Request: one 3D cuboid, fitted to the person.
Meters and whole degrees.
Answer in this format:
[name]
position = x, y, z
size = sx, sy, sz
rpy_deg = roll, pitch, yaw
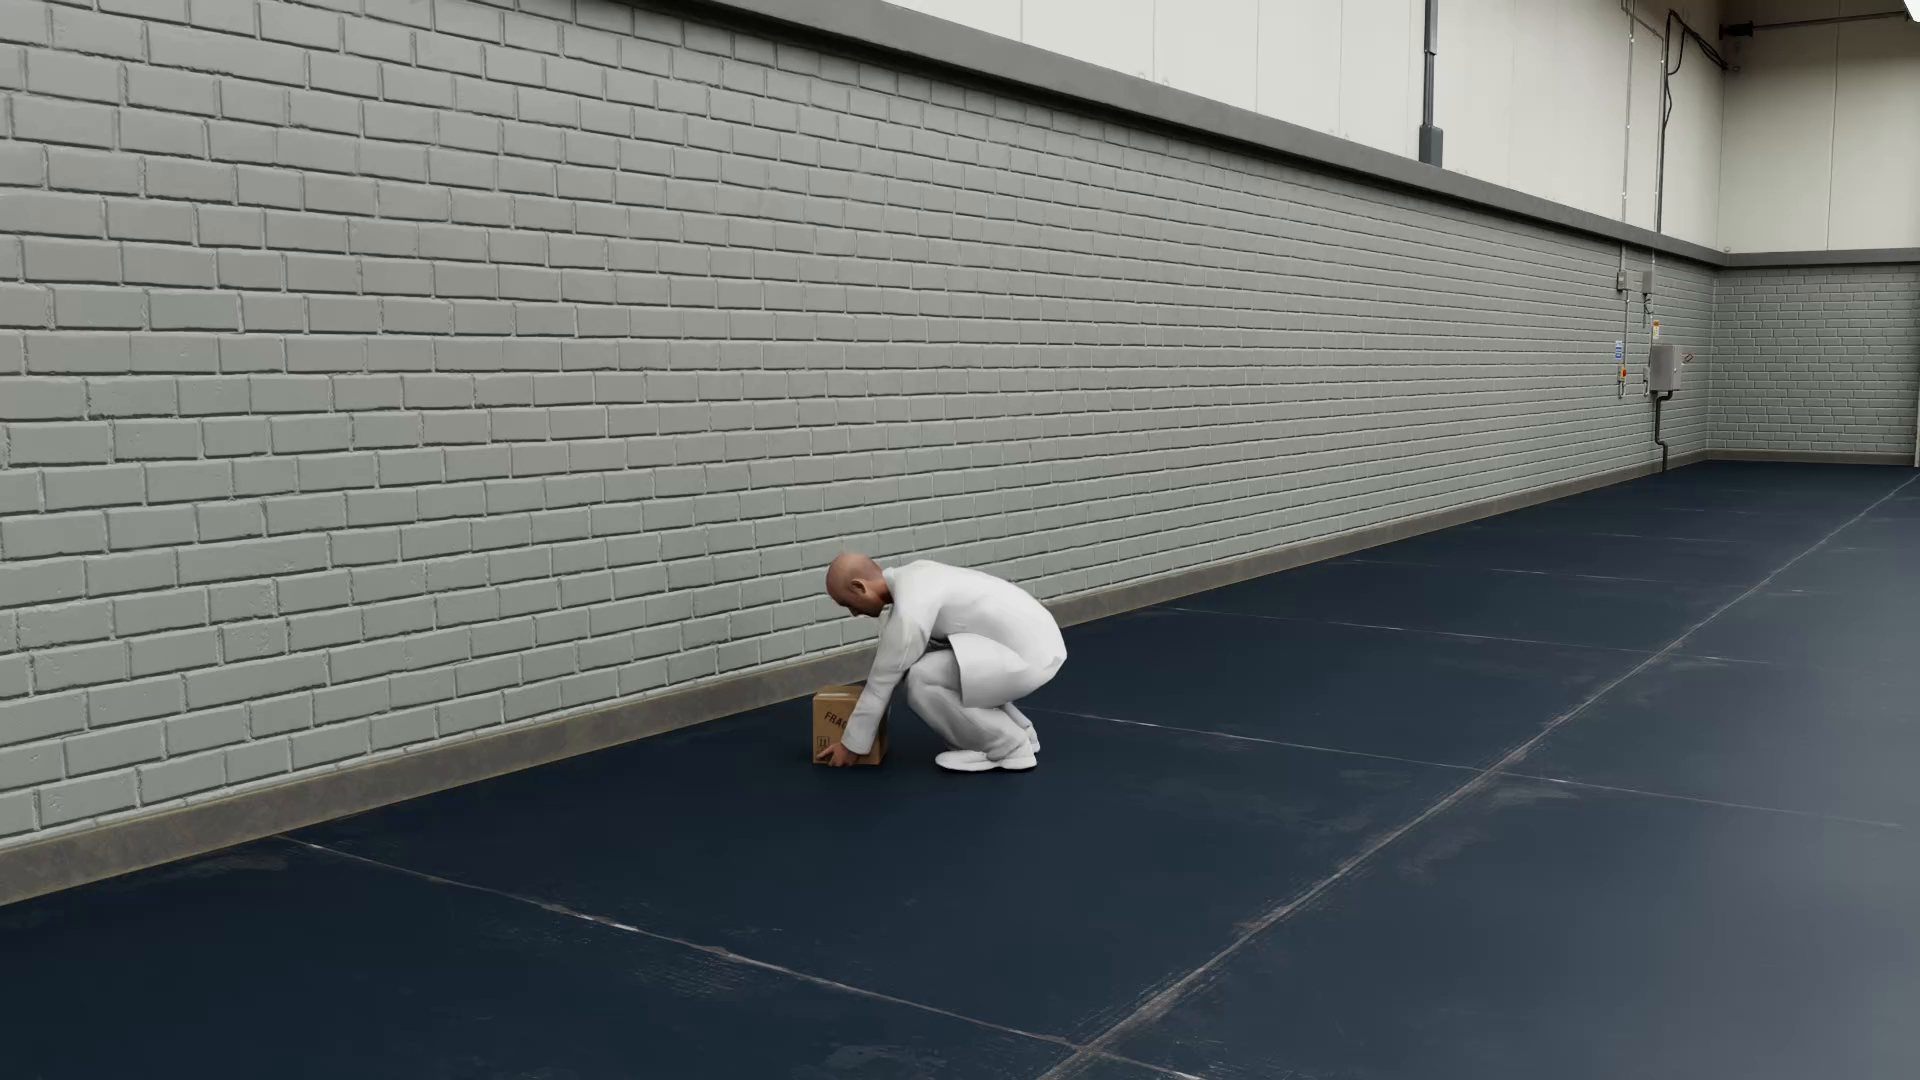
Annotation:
[person]
position = -0.064, 0.485, 6.266
size = 0.932, 0.889, 0.582
rpy_deg = 0, 6, 5
